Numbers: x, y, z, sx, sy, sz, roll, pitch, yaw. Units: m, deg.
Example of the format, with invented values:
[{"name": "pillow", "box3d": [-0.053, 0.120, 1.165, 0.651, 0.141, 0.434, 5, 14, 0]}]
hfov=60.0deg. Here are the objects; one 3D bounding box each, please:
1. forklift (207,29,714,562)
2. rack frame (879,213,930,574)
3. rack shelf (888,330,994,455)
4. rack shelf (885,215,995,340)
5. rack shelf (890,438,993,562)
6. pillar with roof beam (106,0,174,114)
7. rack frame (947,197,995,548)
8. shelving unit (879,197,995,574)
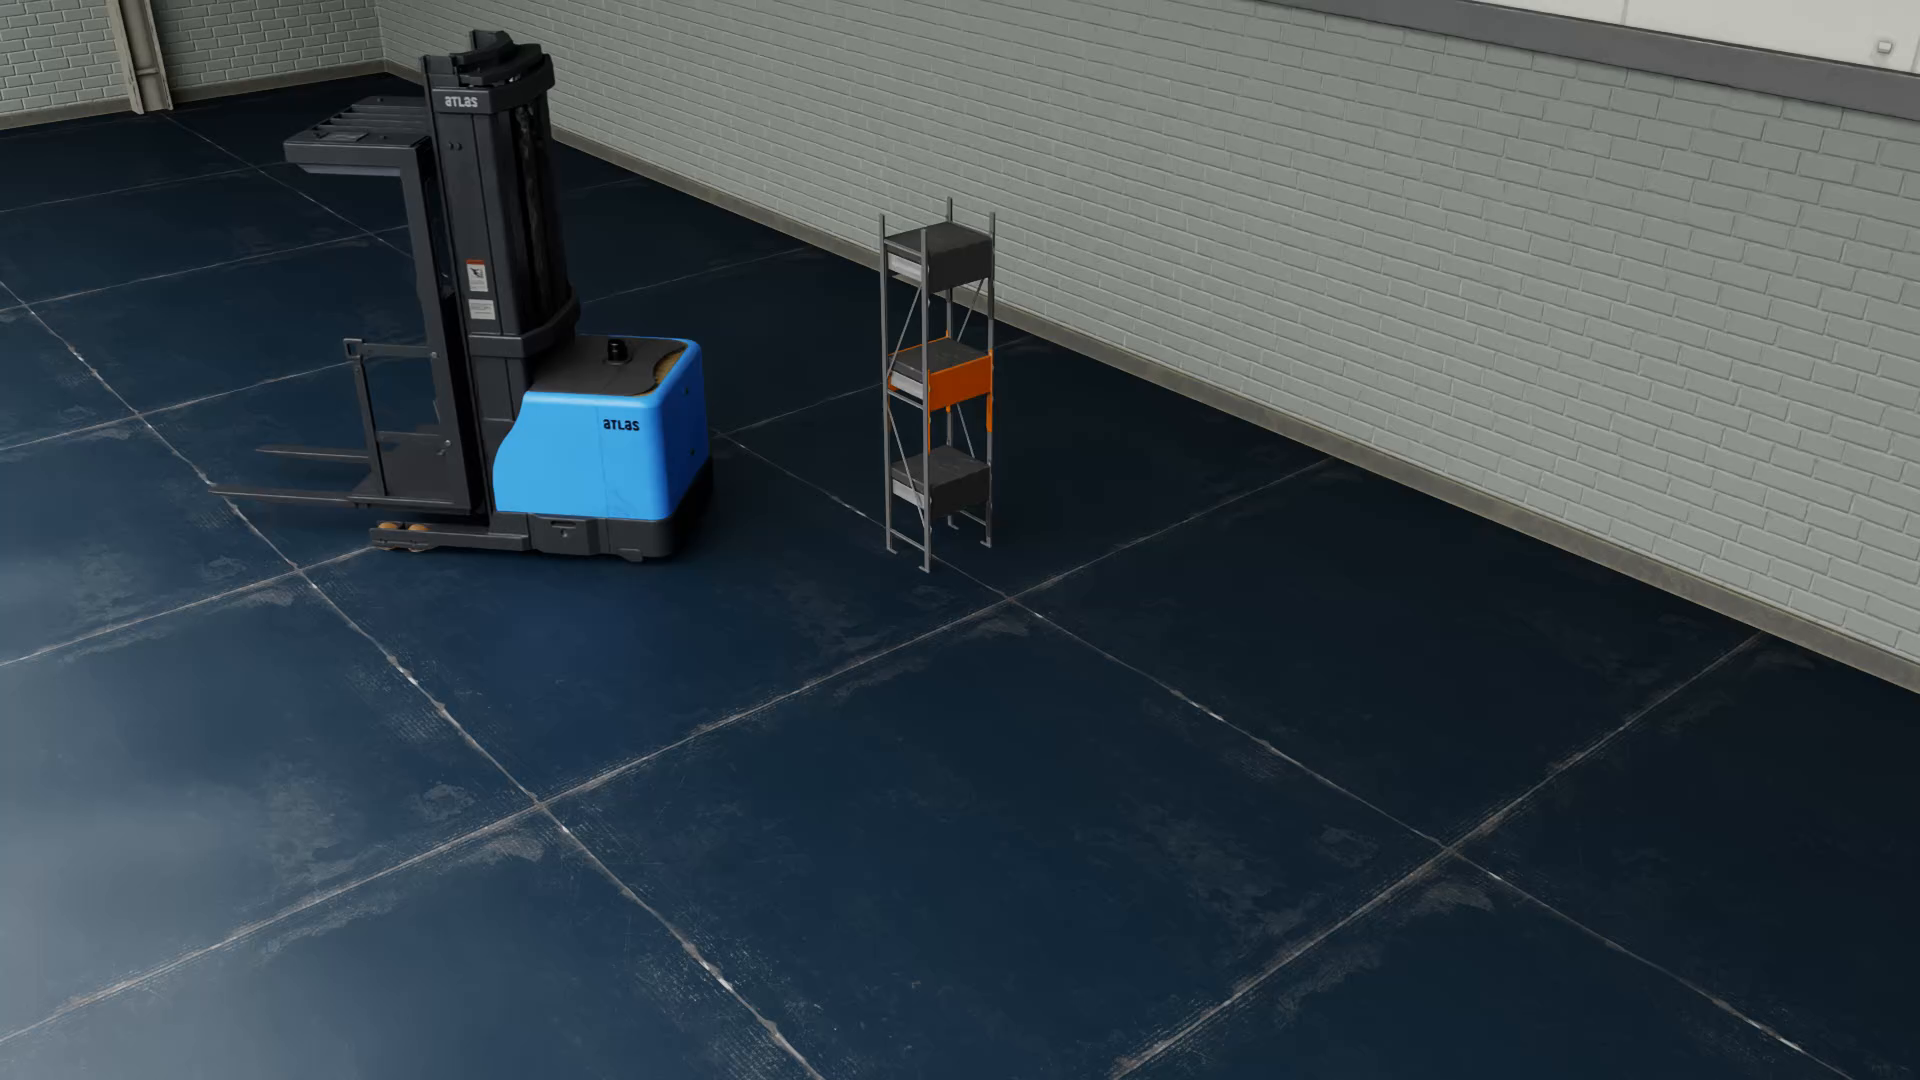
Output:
[{"name": "forklift", "box3d": [-3.144, -1.460, 9.872, 3.031, 2.935, 1.130, 4, 28, 7]}, {"name": "rack frame", "box3d": [-0.312, -0.801, 9.521, 0.015, 2.100, 0.400, -22, 35, -35]}, {"name": "rack shelf", "box3d": [-0.126, -0.863, 9.667, 0.480, 0.518, 0.431, -22, 35, -35]}, {"name": "rack shelf", "box3d": [-0.126, -1.481, 9.337, 0.480, 0.518, 0.431, -22, 35, -35]}, {"name": "rack shelf", "box3d": [-0.126, -0.246, 9.997, 0.480, 0.518, 0.431, -22, 35, -35]}, {"name": "pillar with roof beam", "box3d": [-6.863, -7.578, 14.882, 0.400, 9.000, 9.100, -22, 35, -35]}, {"name": "rack frame", "box3d": [0.060, -0.950, 9.800, 0.015, 2.100, 0.400, -22, 35, -35]}, {"name": "shelving unit", "box3d": [-0.126, -0.875, 9.660, 0.503, 2.100, 0.431, -22, 35, -35]}]
